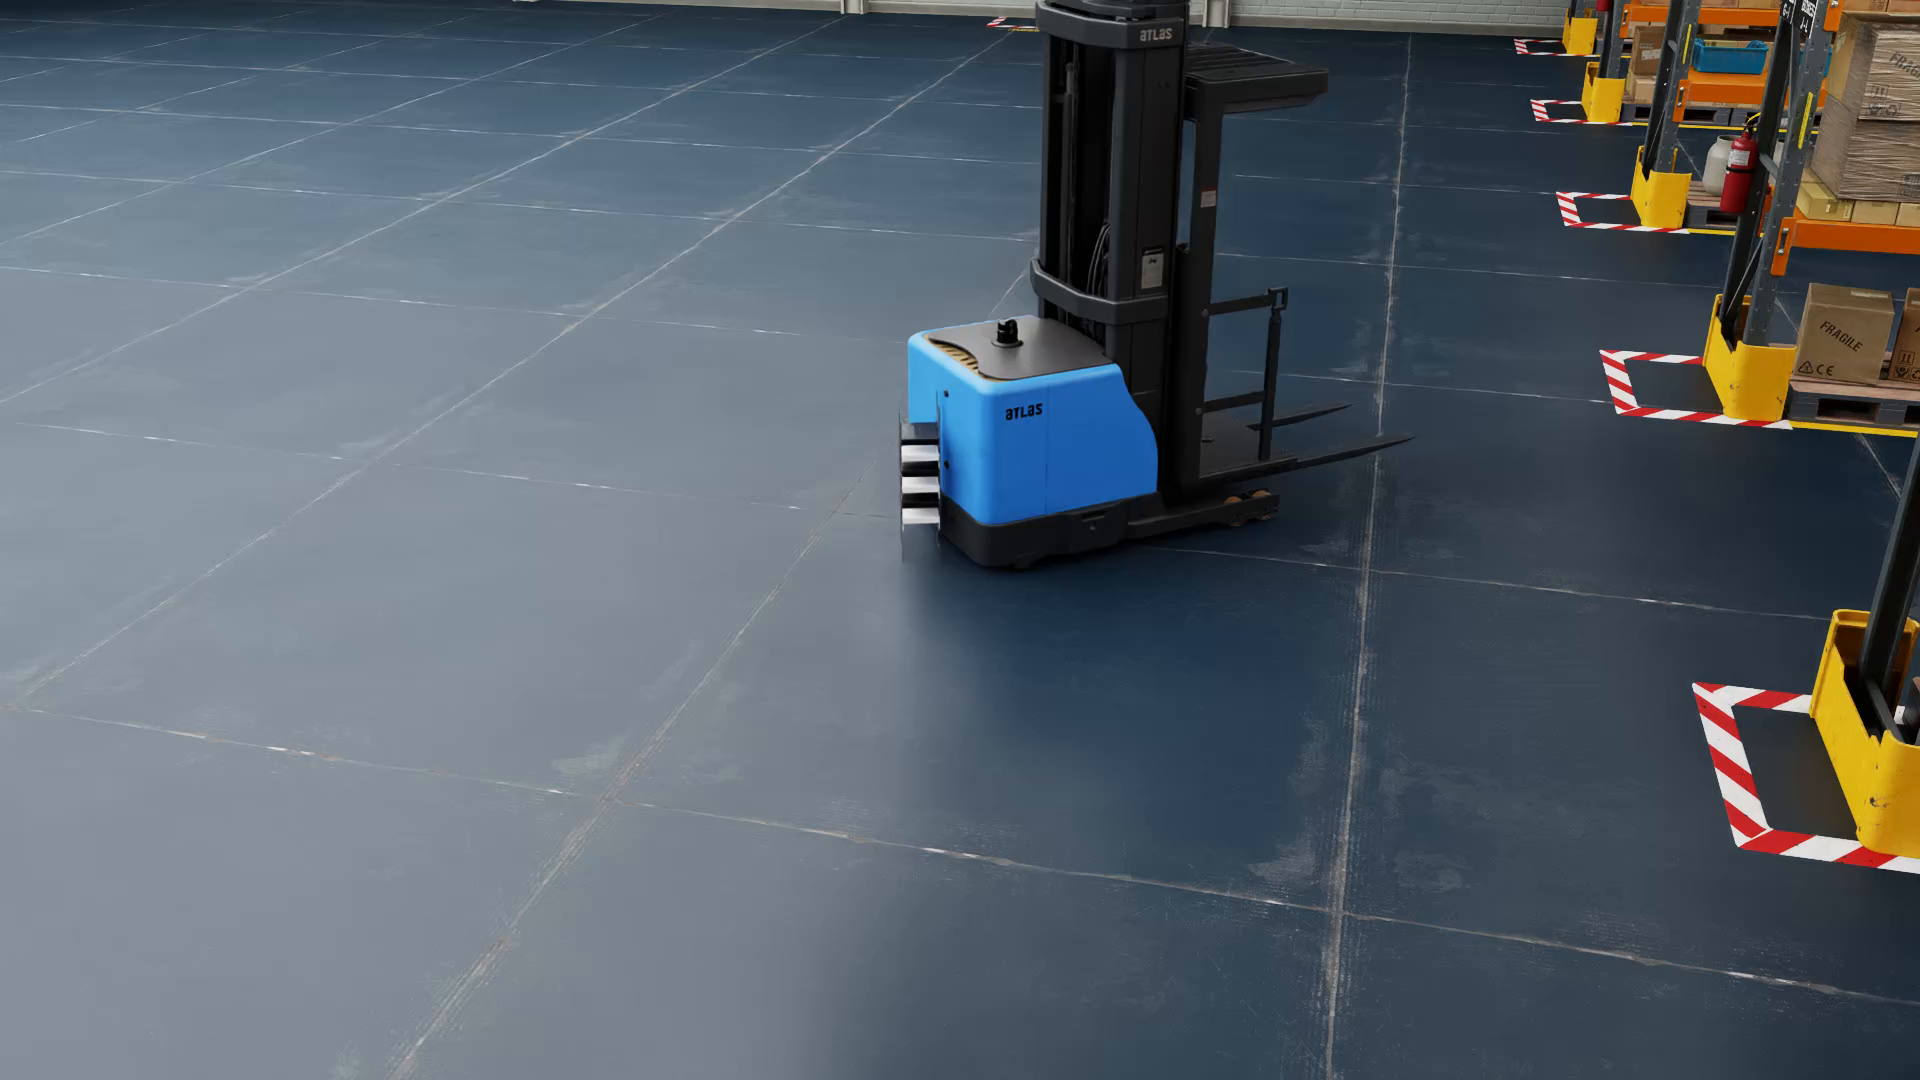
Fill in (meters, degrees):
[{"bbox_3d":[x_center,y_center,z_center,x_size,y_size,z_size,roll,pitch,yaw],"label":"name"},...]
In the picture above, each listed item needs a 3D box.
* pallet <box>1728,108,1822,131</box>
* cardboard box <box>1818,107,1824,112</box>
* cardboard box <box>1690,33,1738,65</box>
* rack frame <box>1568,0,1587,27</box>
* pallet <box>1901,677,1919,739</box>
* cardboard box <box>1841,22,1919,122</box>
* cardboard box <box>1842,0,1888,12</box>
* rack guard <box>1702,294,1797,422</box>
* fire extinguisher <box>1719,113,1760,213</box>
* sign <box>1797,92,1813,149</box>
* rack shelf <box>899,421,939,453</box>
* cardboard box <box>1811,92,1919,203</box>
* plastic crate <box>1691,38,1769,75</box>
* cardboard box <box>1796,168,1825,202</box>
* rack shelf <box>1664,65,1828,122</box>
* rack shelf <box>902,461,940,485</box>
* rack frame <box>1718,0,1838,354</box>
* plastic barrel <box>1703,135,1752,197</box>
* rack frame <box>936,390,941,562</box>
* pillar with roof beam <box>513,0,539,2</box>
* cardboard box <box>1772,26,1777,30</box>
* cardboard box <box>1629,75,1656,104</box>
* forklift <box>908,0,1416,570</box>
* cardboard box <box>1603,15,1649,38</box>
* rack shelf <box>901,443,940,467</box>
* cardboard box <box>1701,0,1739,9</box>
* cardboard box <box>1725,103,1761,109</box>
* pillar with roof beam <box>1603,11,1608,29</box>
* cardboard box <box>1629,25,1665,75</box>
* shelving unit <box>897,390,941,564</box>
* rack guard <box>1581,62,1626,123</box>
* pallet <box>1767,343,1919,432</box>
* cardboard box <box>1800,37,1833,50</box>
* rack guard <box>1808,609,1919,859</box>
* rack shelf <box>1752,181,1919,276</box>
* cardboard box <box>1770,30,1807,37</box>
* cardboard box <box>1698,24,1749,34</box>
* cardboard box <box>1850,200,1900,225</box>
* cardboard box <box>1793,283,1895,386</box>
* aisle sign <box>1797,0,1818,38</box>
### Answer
[{"bbox_3d":[9.676,-5.057,19.627,1.213,0.211,1.003,6,26,13],"label":"pallet"},{"bbox_3d":[10.147,-5.096,19.174,0.500,0.250,0.500,6,26,13],"label":"cardboard box"},{"bbox_3d":[8.695,-5.596,19.352,0.500,0.500,0.500,6,26,13],"label":"cardboard box"},{"bbox_3d":[8.977,-8.575,23.771,0.127,3.000,1.000,6,26,13],"label":"rack frame"},{"bbox_3d":[4.736,0.978,6.951,1.213,0.211,1.003,6,26,13],"label":"pallet"},{"bbox_3d":[5.741,-2.847,10.115,0.500,0.500,0.500,6,26,13],"label":"cardboard box"},{"bbox_3d":[10.192,-6.283,18.841,0.500,0.500,0.700,7,26,14],"label":"cardboard box"},{"bbox_3d":[5.349,-1.252,11.297,0.348,0.500,1.175,6,26,13],"label":"rack guard"},{"bbox_3d":[5.280,-2.557,11.222,0.183,0.674,0.296,6,26,13],"label":"fire extinguisher"},{"bbox_3d":[5.141,-2.553,10.116,0.005,0.325,0.100,6,26,13],"label":"sign"},{"bbox_3d":[-0.217,-0.546,8.800,0.200,0.077,0.258,-2,26,-4],"label":"rack shelf"},{"bbox_3d":[5.802,-2.497,10.544,0.500,0.500,0.875,6,26,13],"label":"cardboard box"},{"bbox_3d":[7.069,-4.454,15.289,0.616,0.251,0.499,6,26,13],"label":"plastic crate"},{"bbox_3d":[5.603,-2.330,10.947,0.250,0.149,0.380,6,26,13],"label":"cardboard box"},{"bbox_3d":[8.446,-3.911,14.813,4.000,0.370,1.077,6,26,13],"label":"rack shelf"},{"bbox_3d":[-0.217,-0.384,8.877,0.200,0.077,0.258,-2,26,-4],"label":"rack shelf"},{"bbox_3d":[5.276,-2.388,10.777,0.127,3.000,1.000,6,26,13],"label":"rack frame"},{"bbox_3d":[7.166,-3.478,15.471,0.421,0.512,0.421,0,25,0],"label":"plastic barrel"},{"bbox_3d":[-0.116,-0.336,8.909,0.006,0.900,0.240,-2,26,-4],"label":"rack frame"},{"bbox_3d":[-8.635,-11.703,23.364,0.400,9.000,9.100,6,26,13],"label":"pillar with roof beam"},{"bbox_3d":[11.836,-7.311,23.513,0.500,0.500,0.500,4,26,9],"label":"cardboard box"},{"bbox_3d":[8.211,-5.310,19.624,0.500,0.250,0.500,6,26,13],"label":"cardboard box"},{"bbox_3d":[1.253,-1.589,9.178,3.031,2.935,1.130,-12,28,-24],"label":"forklift"},{"bbox_3d":[9.624,-7.448,24.020,0.500,0.311,0.500,3,26,7],"label":"cardboard box"},{"bbox_3d":[-0.217,-0.465,8.839,0.200,0.077,0.258,-2,26,-4],"label":"rack shelf"},{"bbox_3d":[8.705,-6.448,19.187,0.500,0.500,0.700,7,26,14],"label":"cardboard box"},{"bbox_3d":[9.180,-5.204,19.402,0.500,0.250,0.500,6,26,13],"label":"cardboard box"},{"bbox_3d":[8.798,-9.776,19.316,0.400,9.000,9.100,6,26,13],"label":"pillar with roof beam"},{"bbox_3d":[8.340,-5.865,19.918,0.500,0.500,0.500,6,26,13],"label":"cardboard box"},{"bbox_3d":[-0.217,-0.333,8.902,0.210,0.900,0.258,-2,26,-4],"label":"shelving unit"},{"bbox_3d":[7.723,-5.386,19.981,0.348,0.500,1.175,6,26,13],"label":"rack guard"},{"bbox_3d":[6.127,-1.019,11.146,1.213,0.211,1.003,6,26,13],"label":"pallet"},{"bbox_3d":[9.663,-5.487,19.124,0.500,0.500,0.500,6,26,13],"label":"cardboard box"},{"bbox_3d":[3.919,0.792,7.005,0.348,0.500,1.175,6,26,13],"label":"rack guard"},{"bbox_3d":[7.213,-1.849,10.482,4.000,0.370,1.077,6,26,13],"label":"rack shelf"},{"bbox_3d":[9.796,-5.710,19.592,0.500,0.500,0.500,6,26,13],"label":"cardboard box"},{"bbox_3d":[10.875,-7.373,23.643,0.500,0.500,0.700,5,26,10],"label":"cardboard box"},{"bbox_3d":[5.730,-2.110,10.485,0.250,0.149,0.380,6,26,13],"label":"cardboard box"},{"bbox_3d":[5.876,-1.375,11.069,0.500,0.500,0.500,11,28,23],"label":"cardboard box"},{"bbox_3d":[5.141,-3.444,9.970,0.004,0.787,0.394,6,26,13],"label":"aisle sign"}]
